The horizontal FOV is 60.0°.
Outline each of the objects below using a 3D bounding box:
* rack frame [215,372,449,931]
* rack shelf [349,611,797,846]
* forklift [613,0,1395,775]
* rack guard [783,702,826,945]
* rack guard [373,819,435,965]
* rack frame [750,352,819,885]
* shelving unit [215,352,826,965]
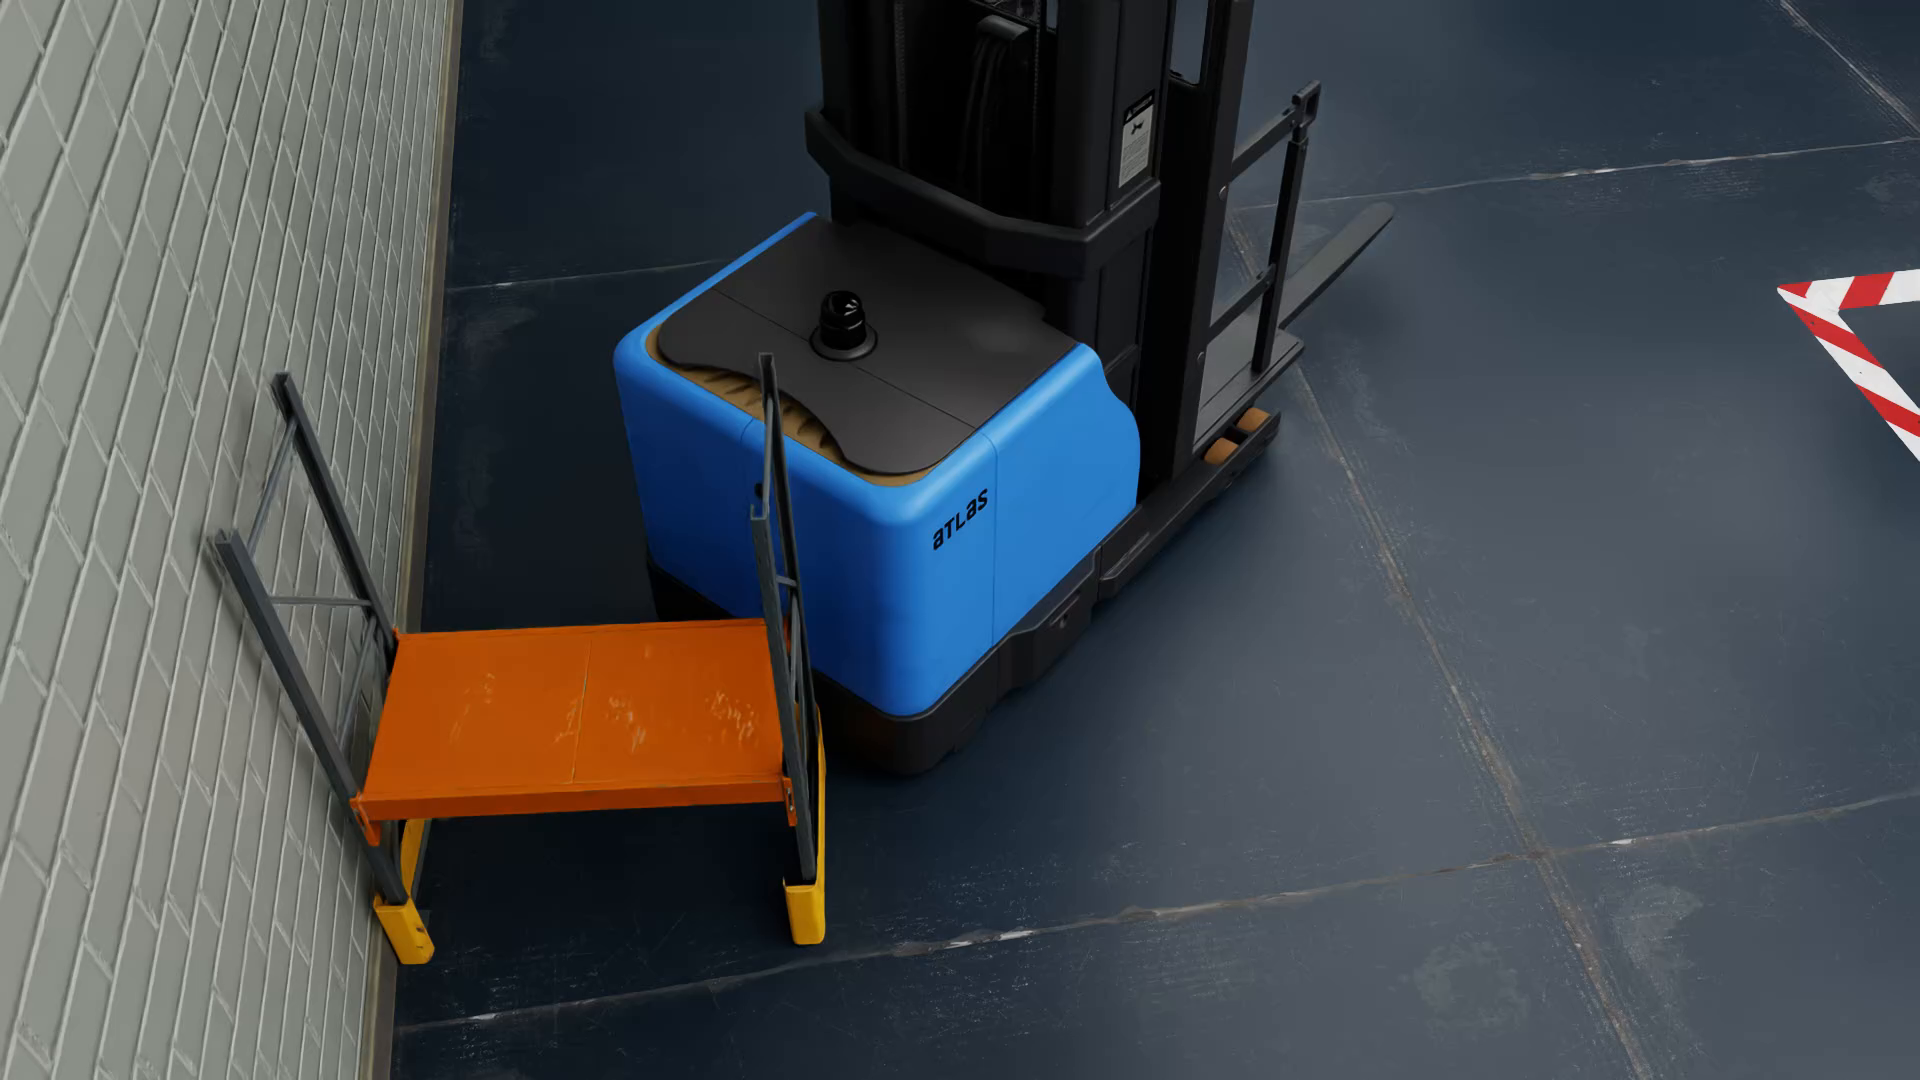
[{"bbox_3d":[-1.407,0.345,3.875,0.032,1.500,0.500,-3,46,-2],"label":"rack frame"},{"bbox_3d":[-0.897,0.447,4.018,1.000,0.185,0.538,-3,46,-2],"label":"rack shelf"},{"bbox_3d":[0.401,-1.384,4.548,1.130,2.935,3.031,30,53,26],"label":"forklift"},{"bbox_3d":[-0.404,0.733,4.353,0.087,0.250,0.587,-3,46,-2],"label":"rack guard"},{"bbox_3d":[-1.399,0.777,4.326,0.087,0.250,0.587,-3,46,-2],"label":"rack guard"},{"bbox_3d":[-0.391,0.300,3.902,0.032,1.500,0.500,-3,46,-2],"label":"rack frame"},{"bbox_3d":[-0.908,0.323,3.888,1.083,1.500,0.587,-3,46,-2],"label":"shelving unit"}]
